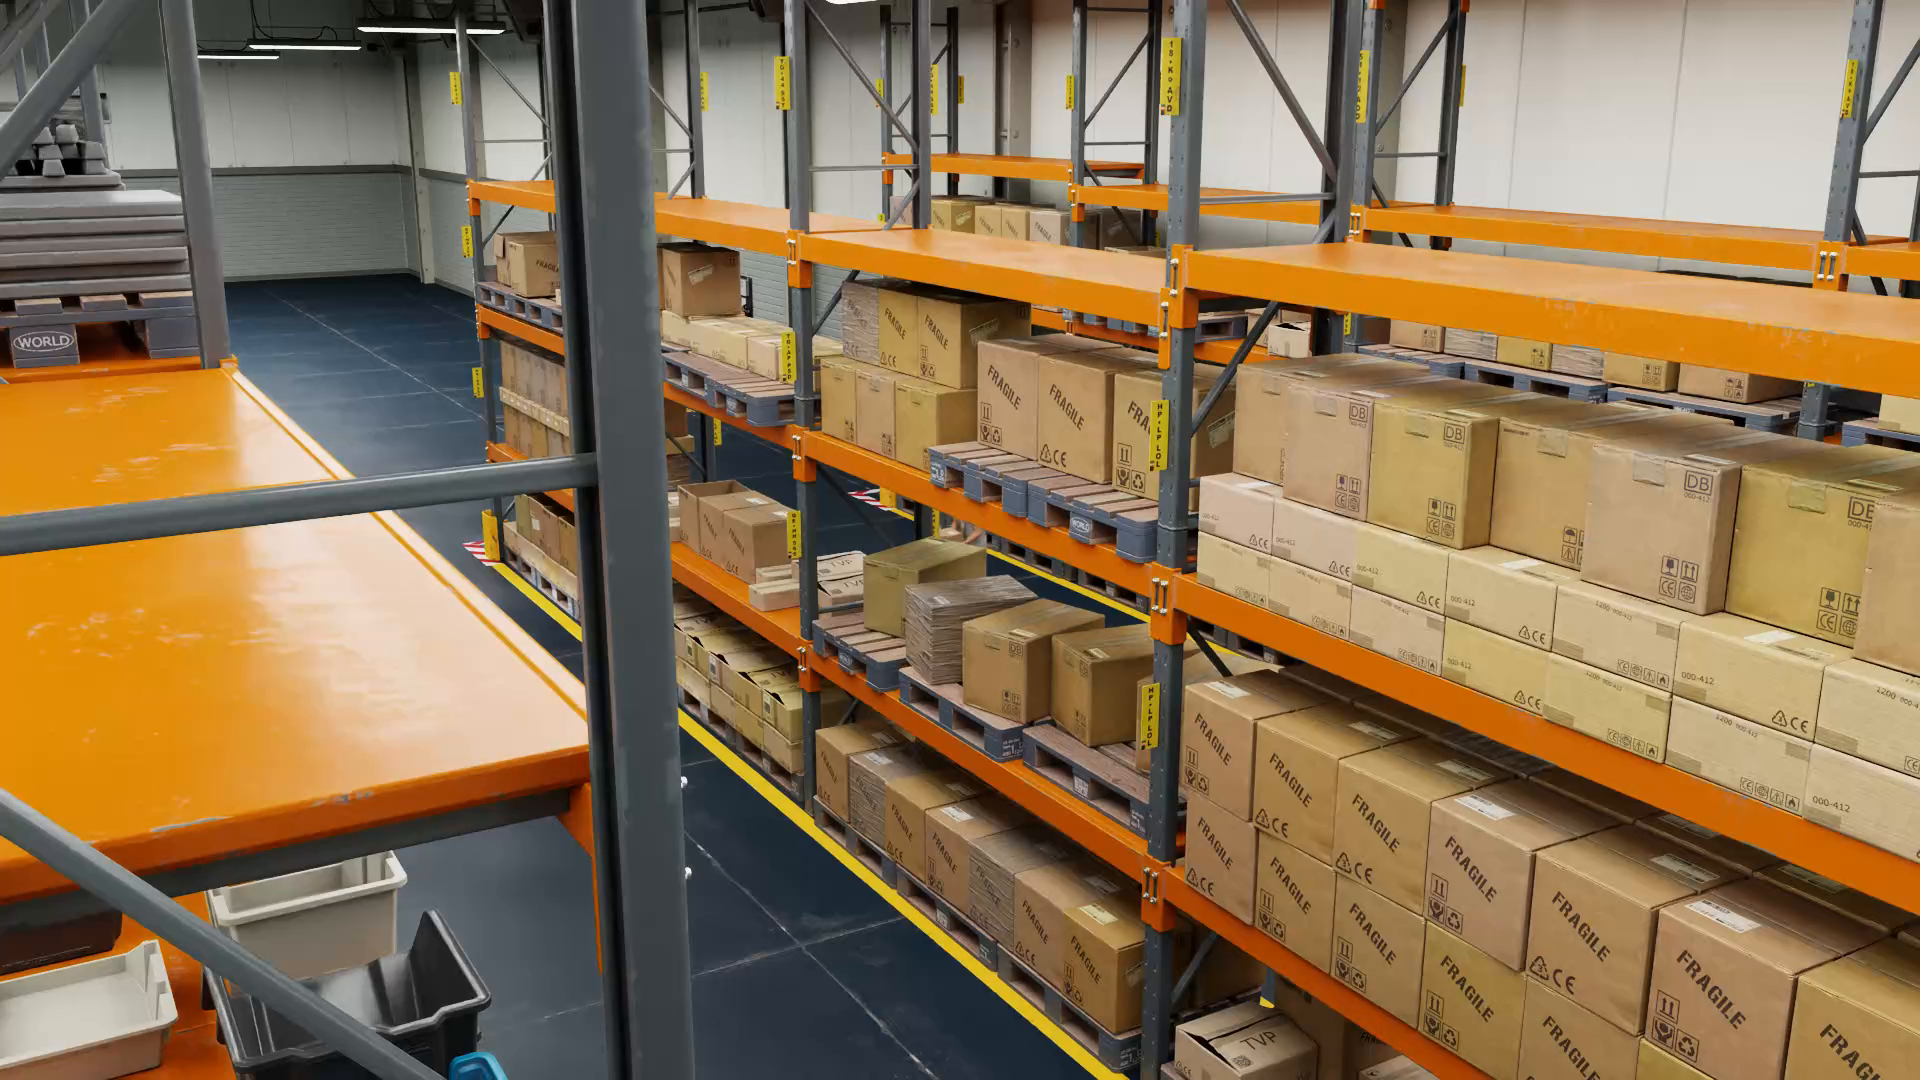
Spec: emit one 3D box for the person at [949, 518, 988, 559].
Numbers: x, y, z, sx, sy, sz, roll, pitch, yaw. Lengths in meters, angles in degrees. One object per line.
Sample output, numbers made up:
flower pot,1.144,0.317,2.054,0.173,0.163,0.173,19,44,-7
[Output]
person,0.039,0.137,15.502,0.503,1.674,0.461,-9,17,-30
